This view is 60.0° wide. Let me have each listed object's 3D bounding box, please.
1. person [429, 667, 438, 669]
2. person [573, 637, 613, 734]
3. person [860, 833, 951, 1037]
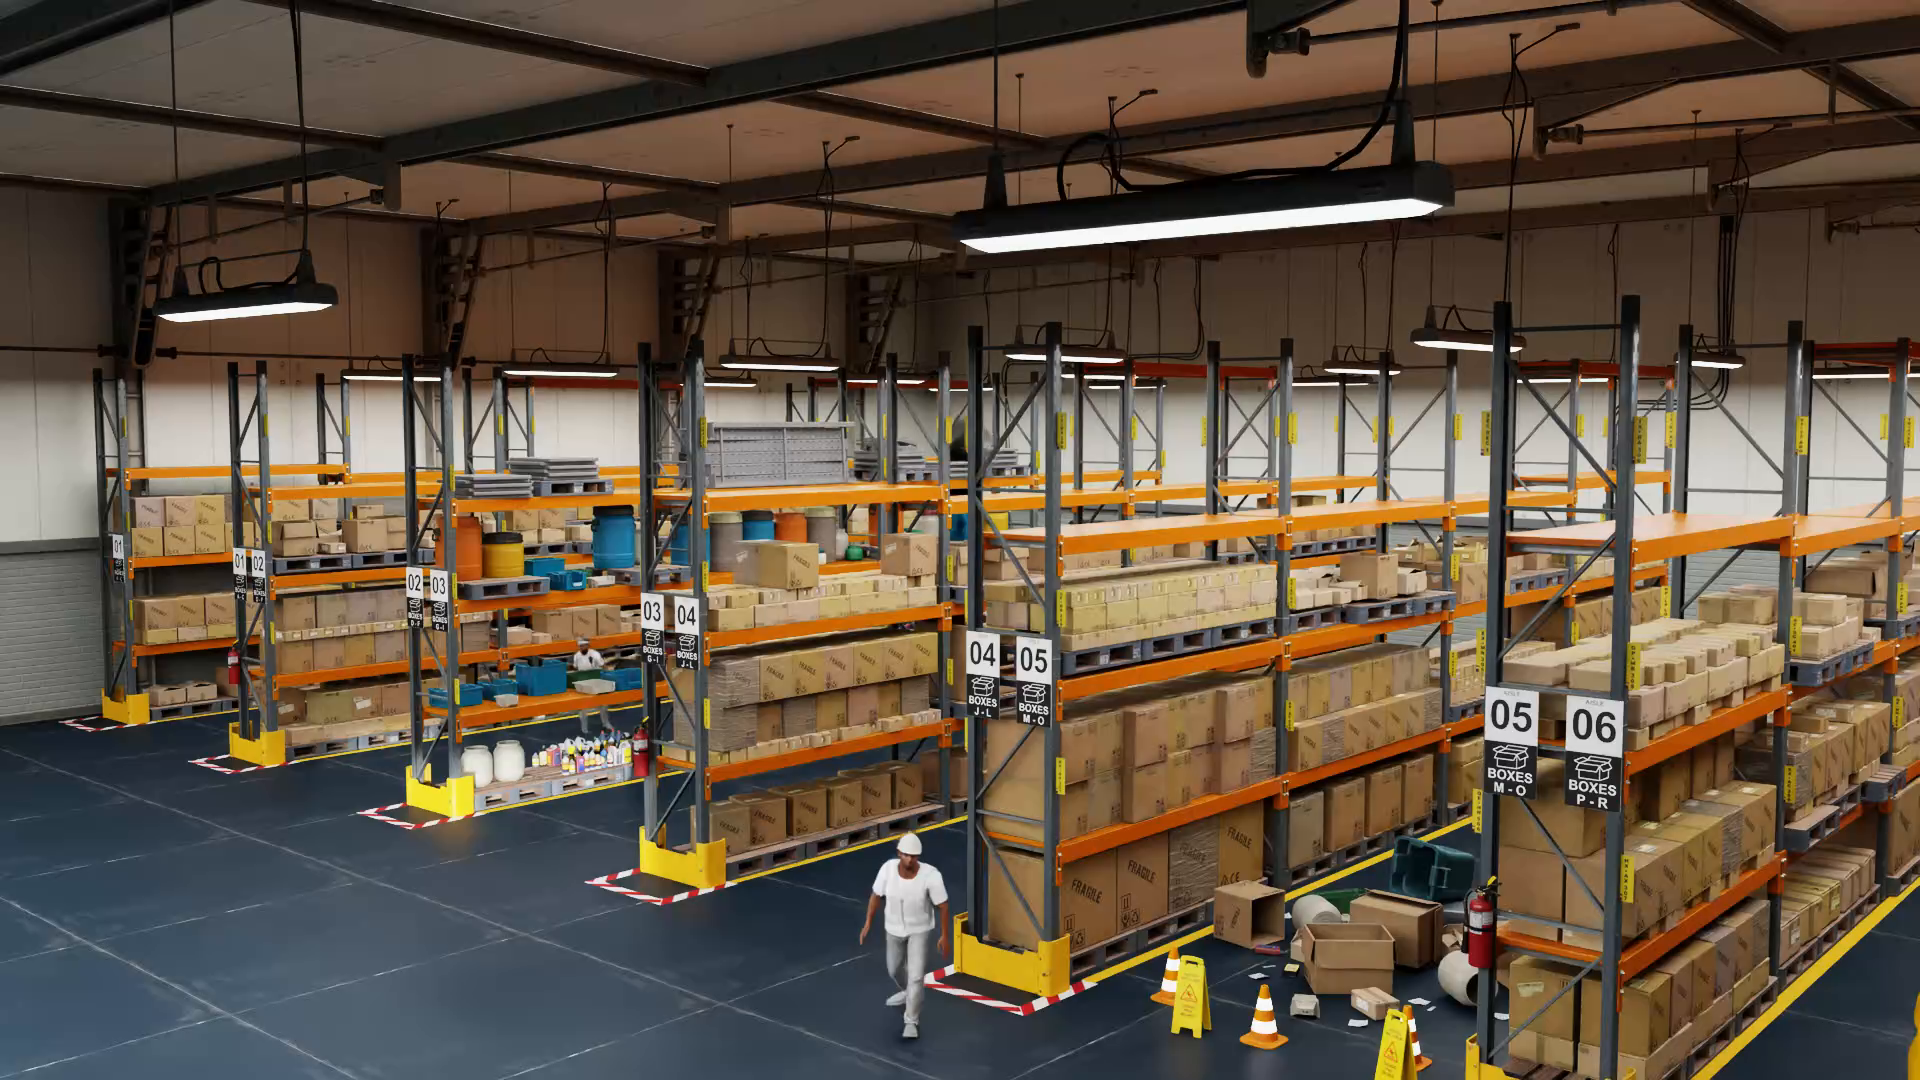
[{"bbox_3d":[-9.503,2.090,30.730,0.513,1.671,0.811,1,4,16],"label":"person"},{"bbox_3d":[-6.045,2.376,27.340,0.632,1.622,0.774,-1,4,-10],"label":"person"},{"bbox_3d":[-0.417,3.288,14.124,0.783,1.709,0.870,1,4,14],"label":"person"}]
